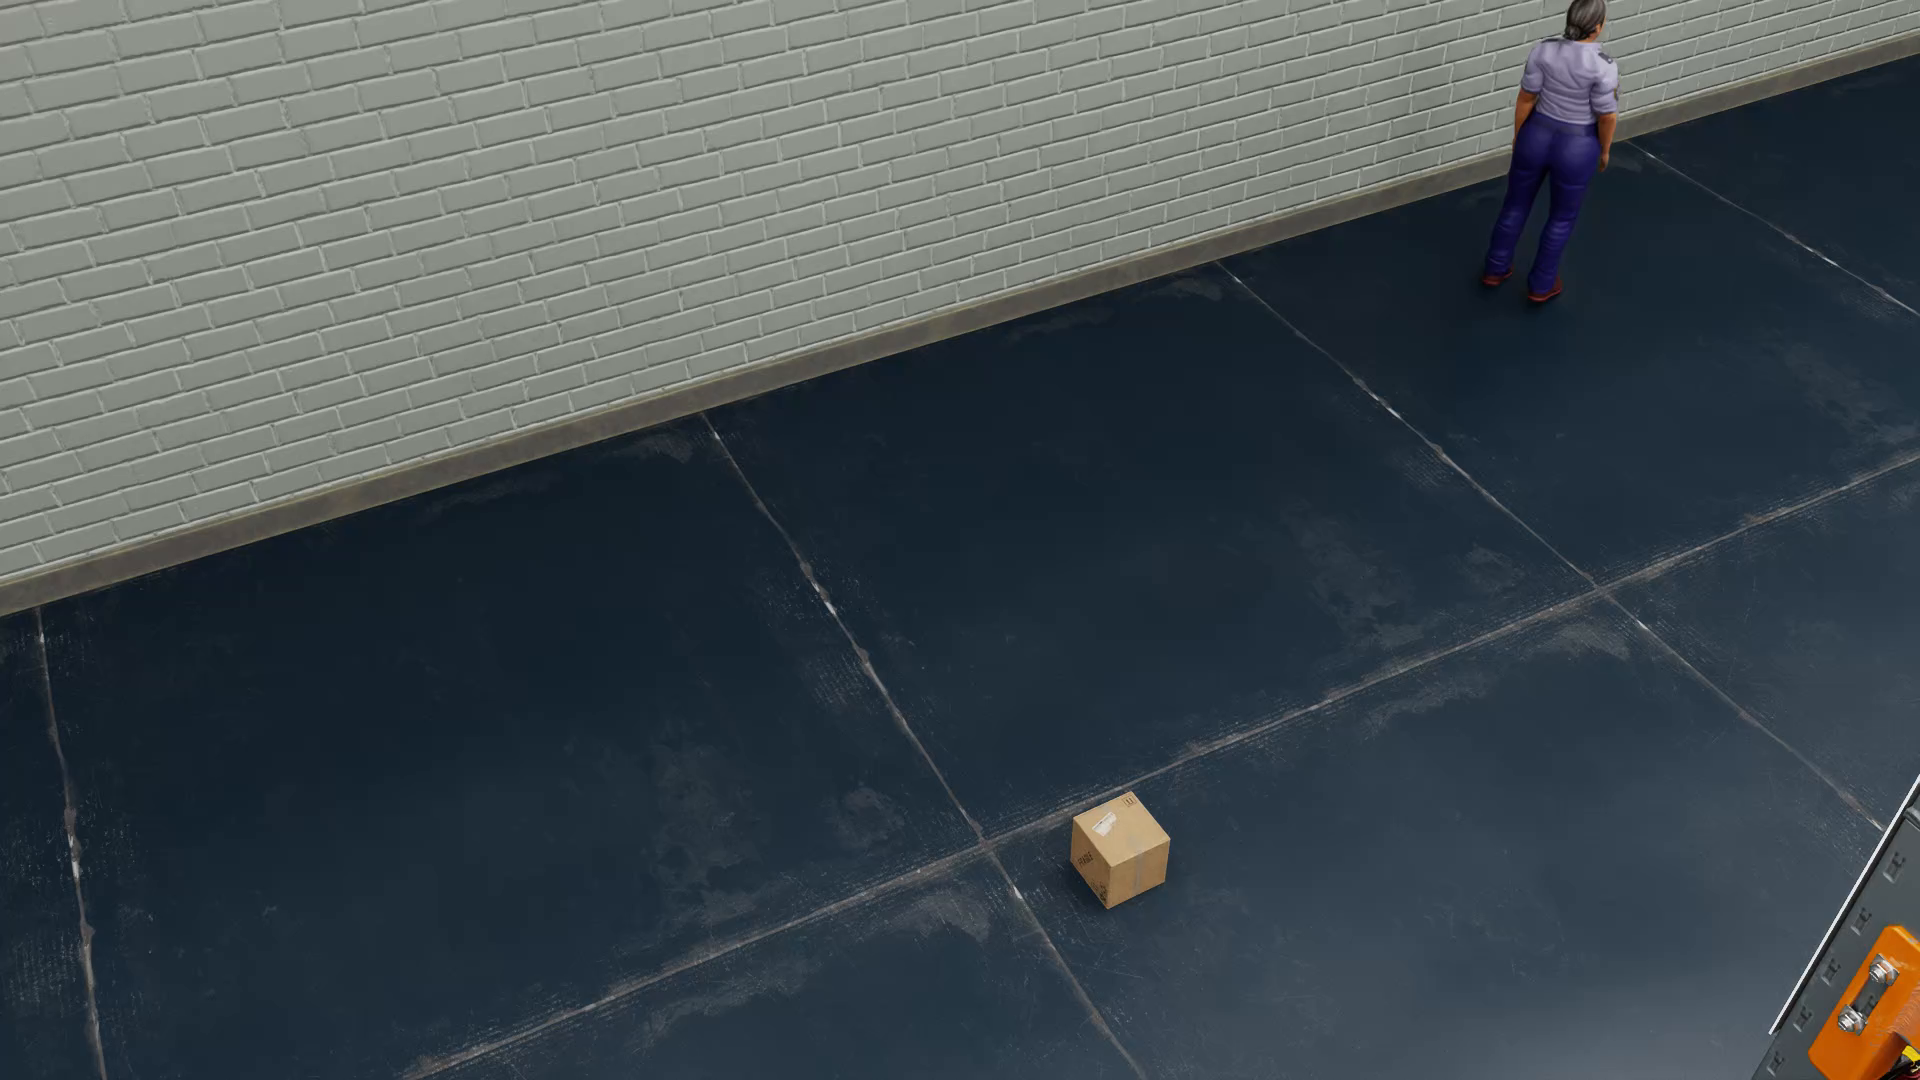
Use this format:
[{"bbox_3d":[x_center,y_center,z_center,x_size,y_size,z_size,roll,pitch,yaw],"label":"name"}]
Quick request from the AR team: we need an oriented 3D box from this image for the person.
[{"bbox_3d":[2.999,-1.955,8.346,0.492,1.660,0.393,28,48,28],"label":"person"}]
